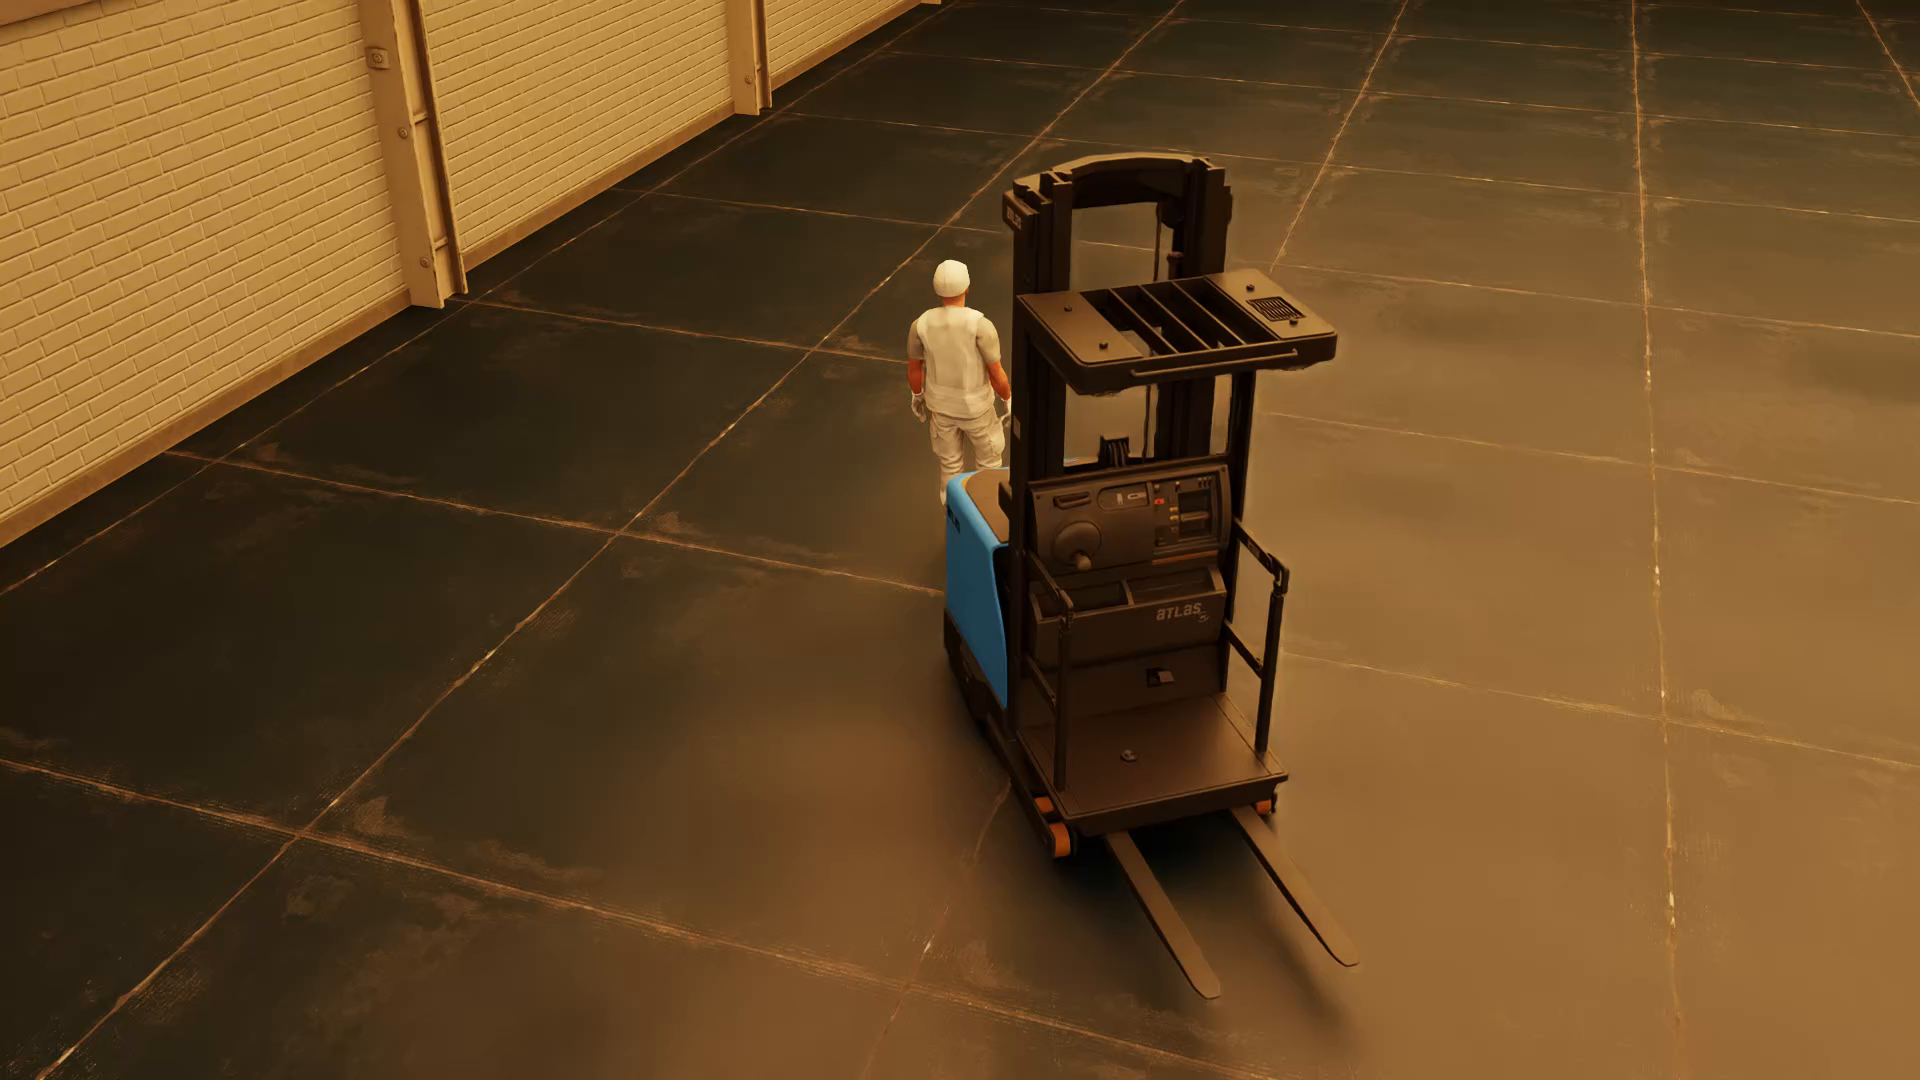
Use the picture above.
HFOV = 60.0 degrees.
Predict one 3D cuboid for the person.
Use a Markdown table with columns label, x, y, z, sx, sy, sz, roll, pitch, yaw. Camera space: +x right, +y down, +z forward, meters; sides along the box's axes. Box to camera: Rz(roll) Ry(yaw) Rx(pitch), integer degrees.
| label | x | y | z | sx | sy | sz | roll | pitch | yaw |
| --- | --- | --- | --- | --- | --- | --- | --- | --- | --- |
| person | 0.038 | -0.819 | 9.712 | 0.638 | 1.788 | 0.563 | 10 | 31 | 16 |

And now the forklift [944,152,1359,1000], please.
| label | x | y | z | sx | sy | sz | roll | pitch | yaw |
| --- | --- | --- | --- | --- | --- | --- | --- | --- | --- |
| forklift | 0.836 | -0.050 | 7.223 | 1.130 | 2.935 | 3.031 | -9 | 31 | -15 |
